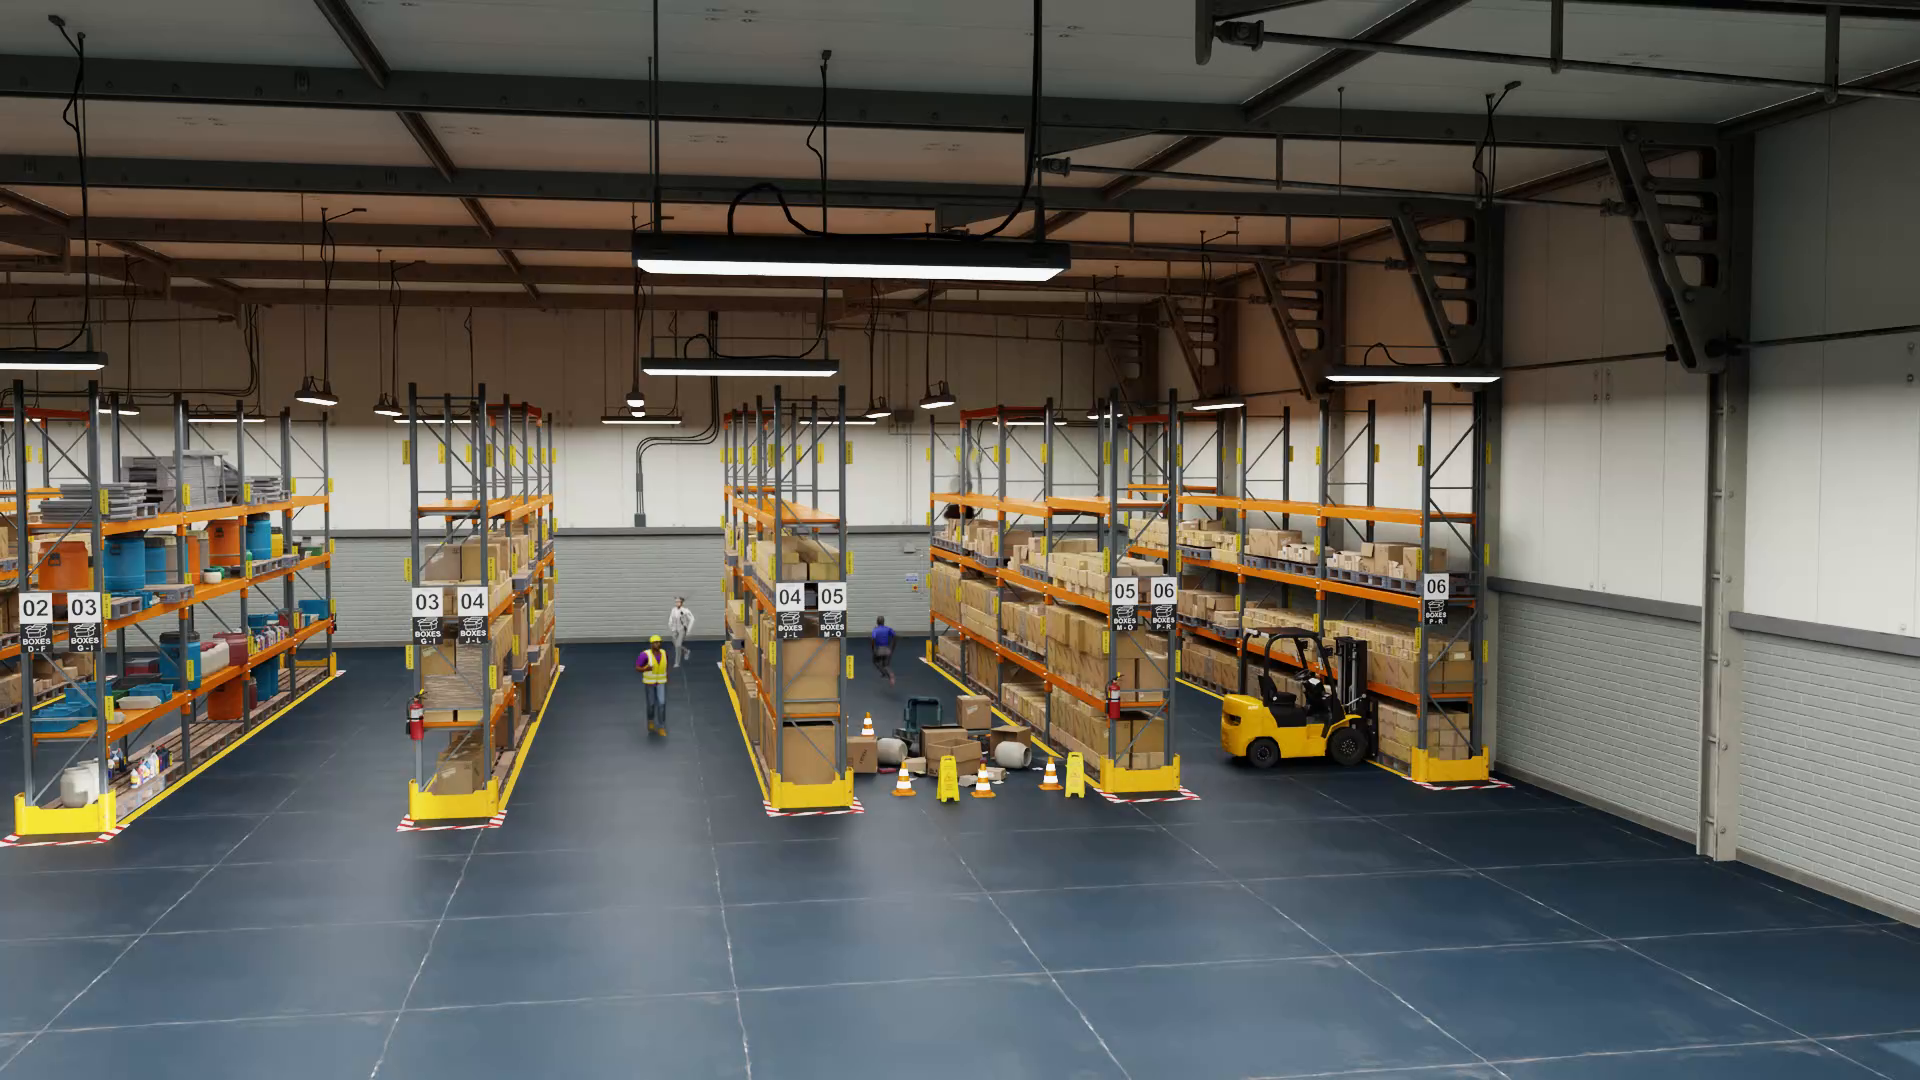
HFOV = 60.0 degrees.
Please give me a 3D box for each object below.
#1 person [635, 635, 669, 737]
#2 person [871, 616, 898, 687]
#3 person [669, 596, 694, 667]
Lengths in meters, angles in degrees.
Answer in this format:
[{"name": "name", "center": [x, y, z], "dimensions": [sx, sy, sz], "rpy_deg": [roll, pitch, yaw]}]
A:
[{"name": "person", "center": [-5.521, 2.611, 29.885], "dimensions": [0.654, 1.826, 0.813], "rpy_deg": [-1, 3, -24]}, {"name": "person", "center": [-1.642, 2.356, 35.381], "dimensions": [0.563, 1.492, 0.649], "rpy_deg": [-2, 3, -29]}, {"name": "person", "center": [-6.658, 2.184, 39.665], "dimensions": [0.656, 1.693, 0.704], "rpy_deg": [1, 3, 26]}]
